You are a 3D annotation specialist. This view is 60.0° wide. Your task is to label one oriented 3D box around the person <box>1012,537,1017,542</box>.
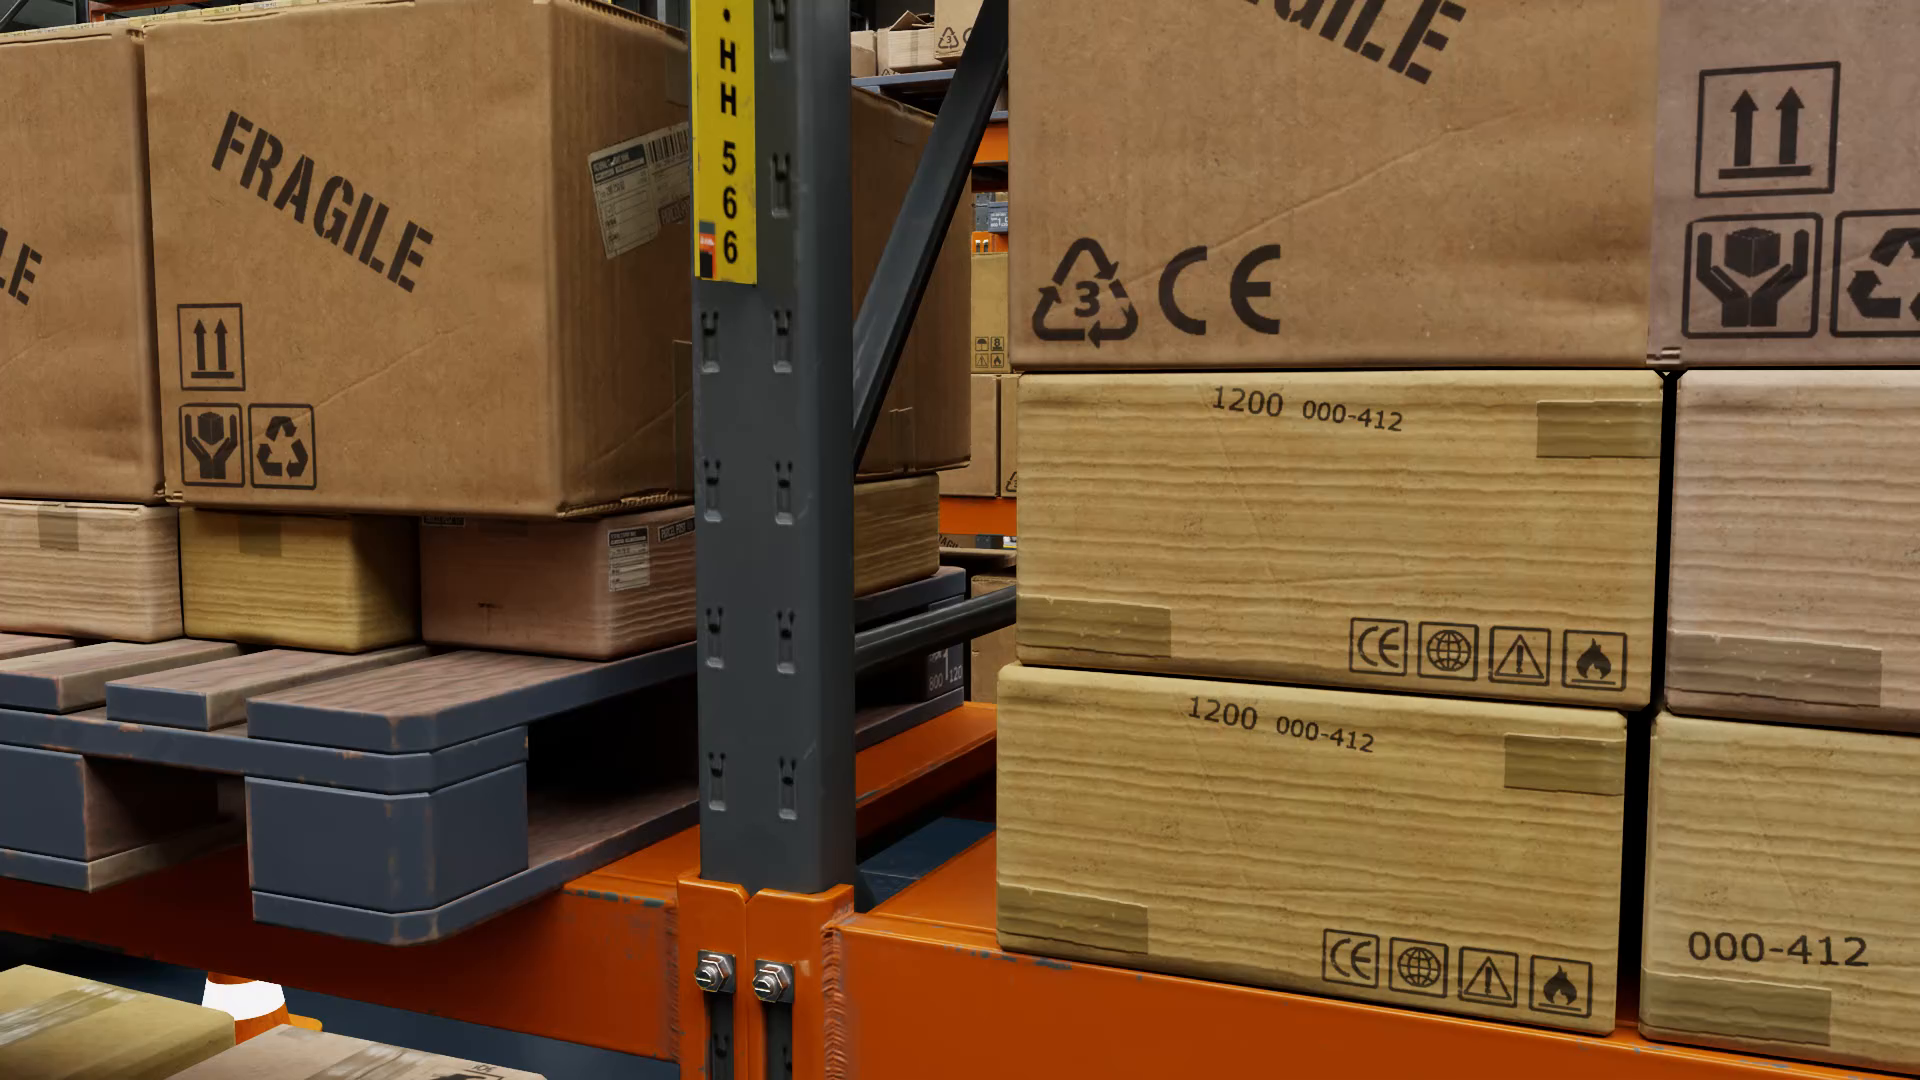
[{"bbox_3d":[0.494,0.034,9.423,0.374,1.661,0.539,2,6,20],"label":"person"}]
